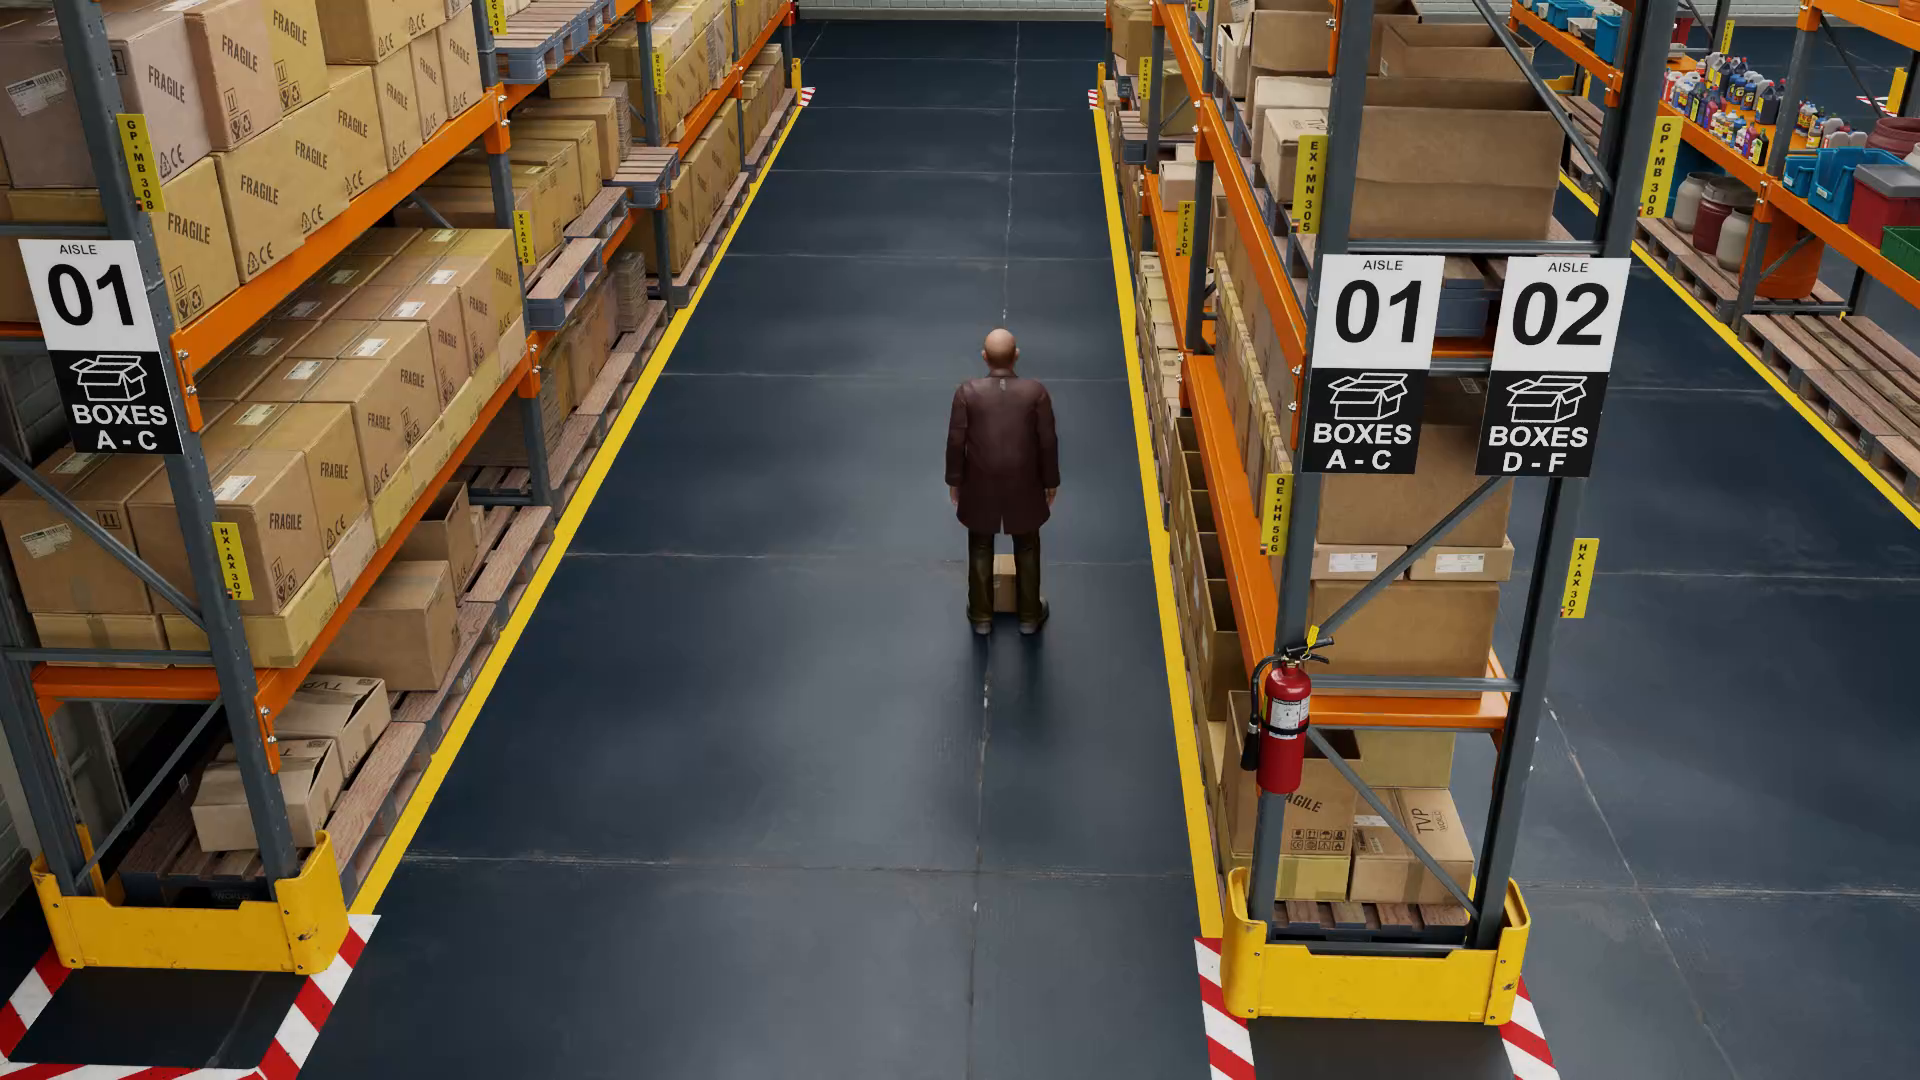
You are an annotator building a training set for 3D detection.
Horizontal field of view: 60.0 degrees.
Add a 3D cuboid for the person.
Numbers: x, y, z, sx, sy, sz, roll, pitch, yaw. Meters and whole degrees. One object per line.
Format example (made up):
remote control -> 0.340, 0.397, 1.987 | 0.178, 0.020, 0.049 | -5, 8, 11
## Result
person -> 0.237, -0.310, 9.229 | 0.641, 1.773, 0.428 | 1, 28, 2
